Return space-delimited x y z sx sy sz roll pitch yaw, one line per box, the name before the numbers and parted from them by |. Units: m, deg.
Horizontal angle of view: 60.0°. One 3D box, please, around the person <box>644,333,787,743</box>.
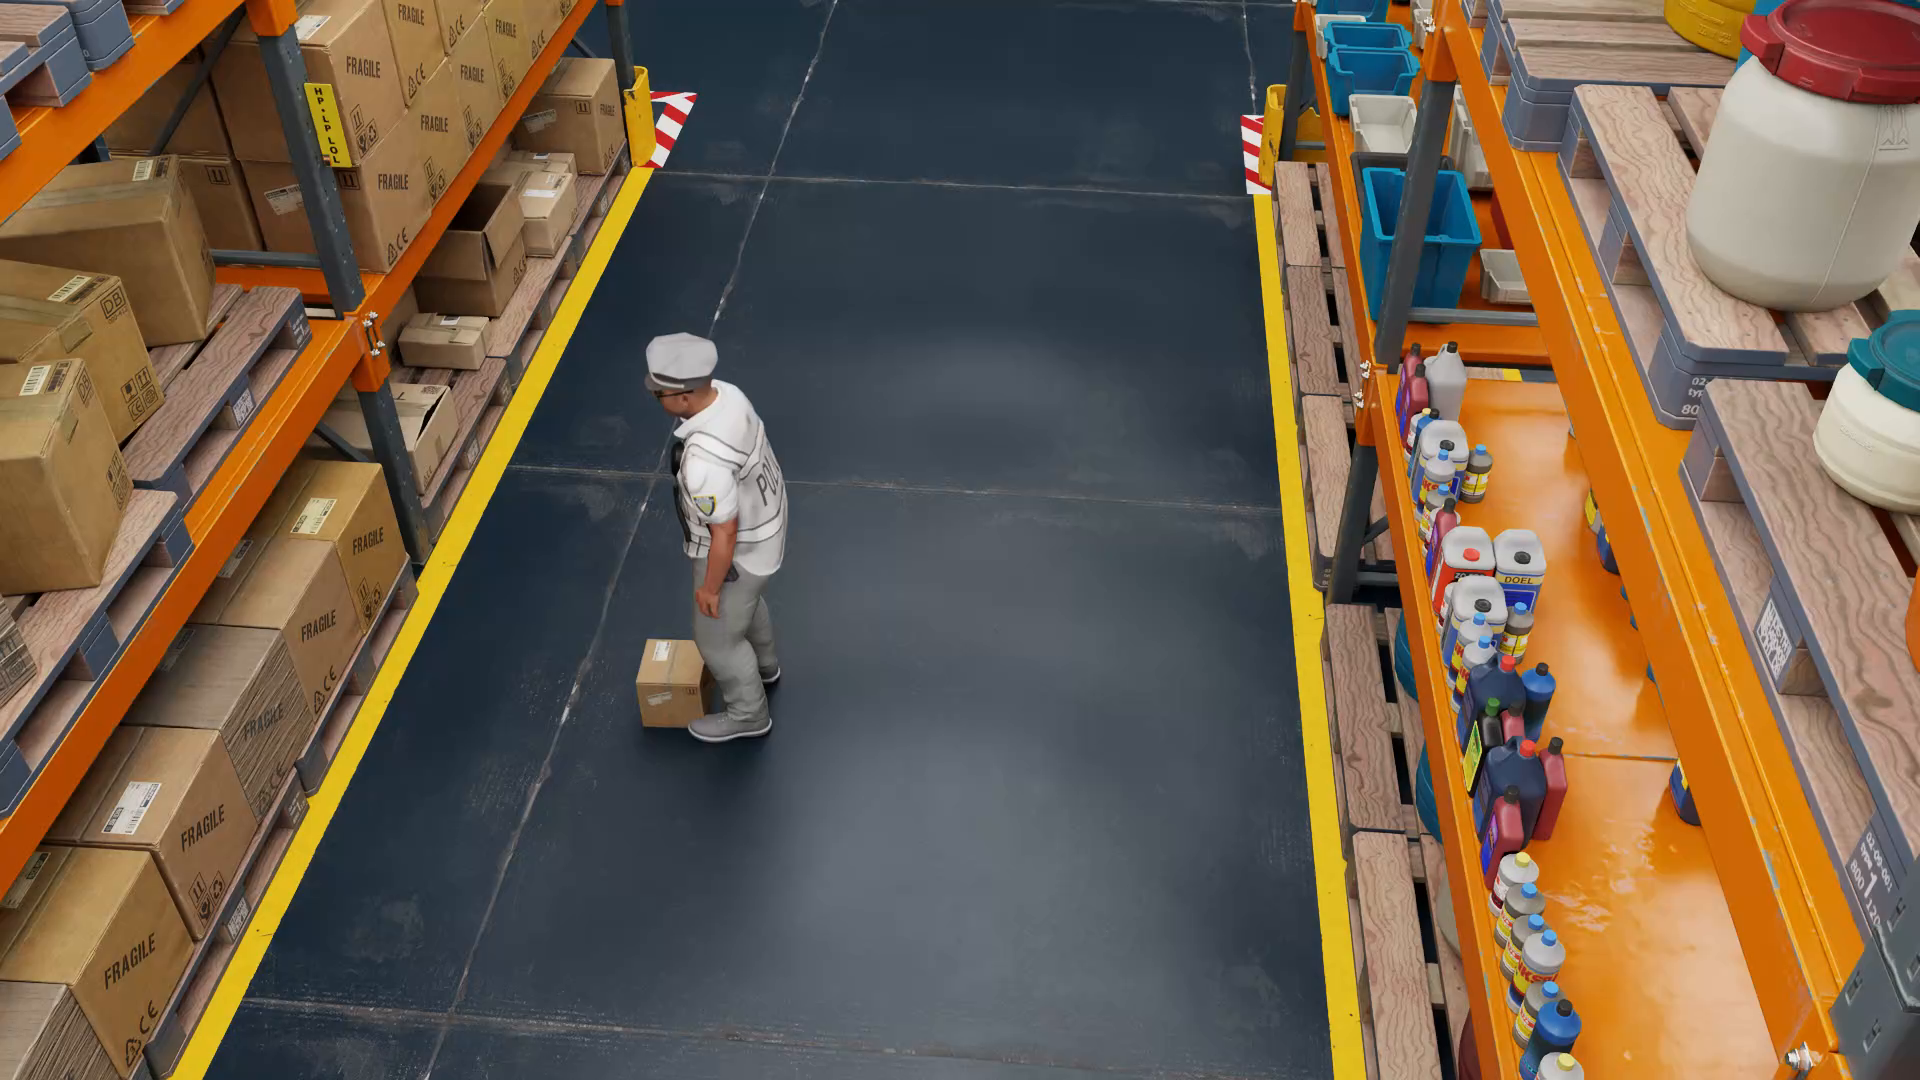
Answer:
person | -0.854 0.007 6.142 0.437 1.747 0.603 1 40 1
